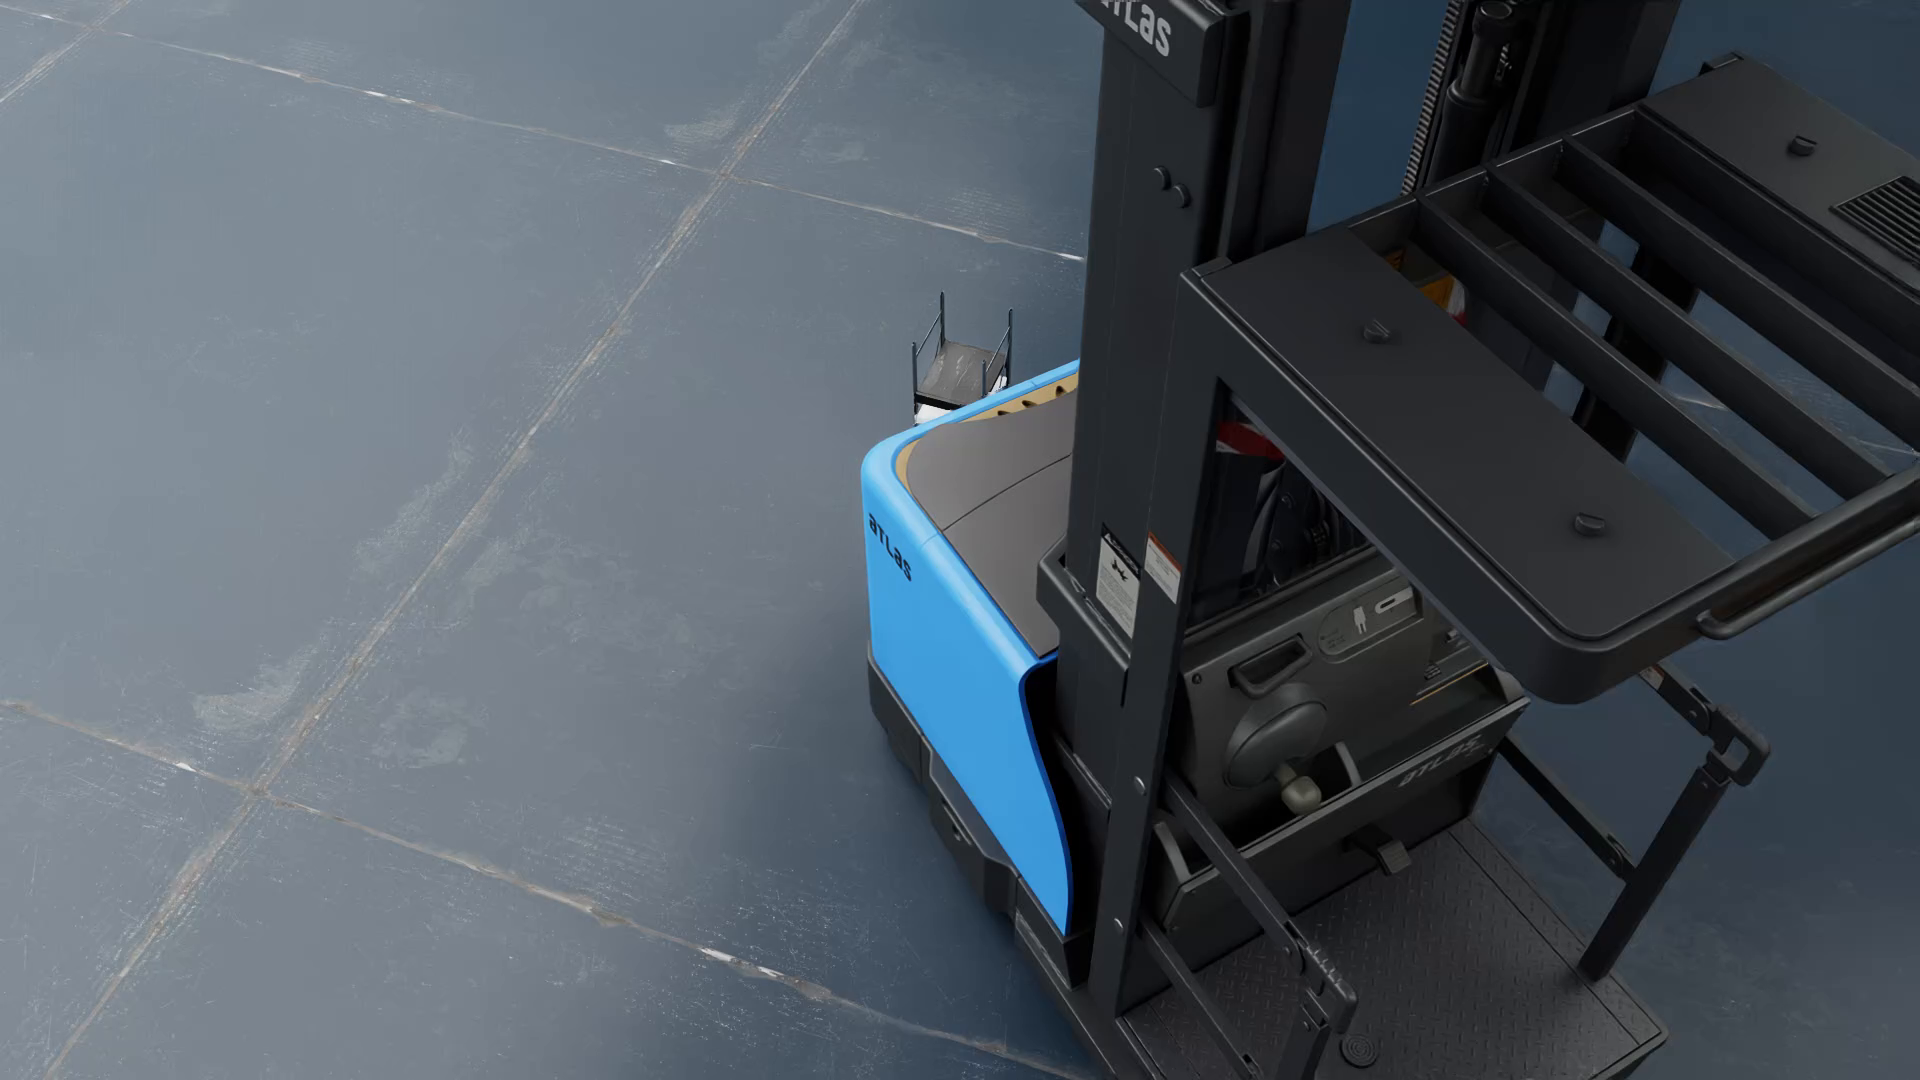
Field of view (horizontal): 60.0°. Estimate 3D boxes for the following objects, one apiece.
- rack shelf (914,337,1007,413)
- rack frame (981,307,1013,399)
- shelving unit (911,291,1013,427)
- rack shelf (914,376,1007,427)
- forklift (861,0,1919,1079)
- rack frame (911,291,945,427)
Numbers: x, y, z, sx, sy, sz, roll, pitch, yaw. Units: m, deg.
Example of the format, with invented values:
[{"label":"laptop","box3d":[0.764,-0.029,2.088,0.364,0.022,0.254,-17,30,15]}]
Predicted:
[{"label":"rack shelf","box3d":[0.008,-0.448,4.729,0.200,0.077,0.258,16,51,13]},{"label":"rack frame","box3d":[0.103,-0.266,4.885,0.006,0.900,0.240,16,51,13]},{"label":"shelving unit","box3d":[0.008,-0.293,4.908,0.210,0.900,0.258,16,51,13]},{"label":"rack shelf","box3d":[0.008,-0.389,4.797,0.200,0.077,0.258,16,51,13]},{"label":"forklift","box3d":[0.922,0.300,3.050,1.130,2.935,3.031,-24,53,-19]},{"label":"rack frame","box3d":[-0.088,-0.319,4.931,0.006,0.900,0.240,16,51,13]}]
